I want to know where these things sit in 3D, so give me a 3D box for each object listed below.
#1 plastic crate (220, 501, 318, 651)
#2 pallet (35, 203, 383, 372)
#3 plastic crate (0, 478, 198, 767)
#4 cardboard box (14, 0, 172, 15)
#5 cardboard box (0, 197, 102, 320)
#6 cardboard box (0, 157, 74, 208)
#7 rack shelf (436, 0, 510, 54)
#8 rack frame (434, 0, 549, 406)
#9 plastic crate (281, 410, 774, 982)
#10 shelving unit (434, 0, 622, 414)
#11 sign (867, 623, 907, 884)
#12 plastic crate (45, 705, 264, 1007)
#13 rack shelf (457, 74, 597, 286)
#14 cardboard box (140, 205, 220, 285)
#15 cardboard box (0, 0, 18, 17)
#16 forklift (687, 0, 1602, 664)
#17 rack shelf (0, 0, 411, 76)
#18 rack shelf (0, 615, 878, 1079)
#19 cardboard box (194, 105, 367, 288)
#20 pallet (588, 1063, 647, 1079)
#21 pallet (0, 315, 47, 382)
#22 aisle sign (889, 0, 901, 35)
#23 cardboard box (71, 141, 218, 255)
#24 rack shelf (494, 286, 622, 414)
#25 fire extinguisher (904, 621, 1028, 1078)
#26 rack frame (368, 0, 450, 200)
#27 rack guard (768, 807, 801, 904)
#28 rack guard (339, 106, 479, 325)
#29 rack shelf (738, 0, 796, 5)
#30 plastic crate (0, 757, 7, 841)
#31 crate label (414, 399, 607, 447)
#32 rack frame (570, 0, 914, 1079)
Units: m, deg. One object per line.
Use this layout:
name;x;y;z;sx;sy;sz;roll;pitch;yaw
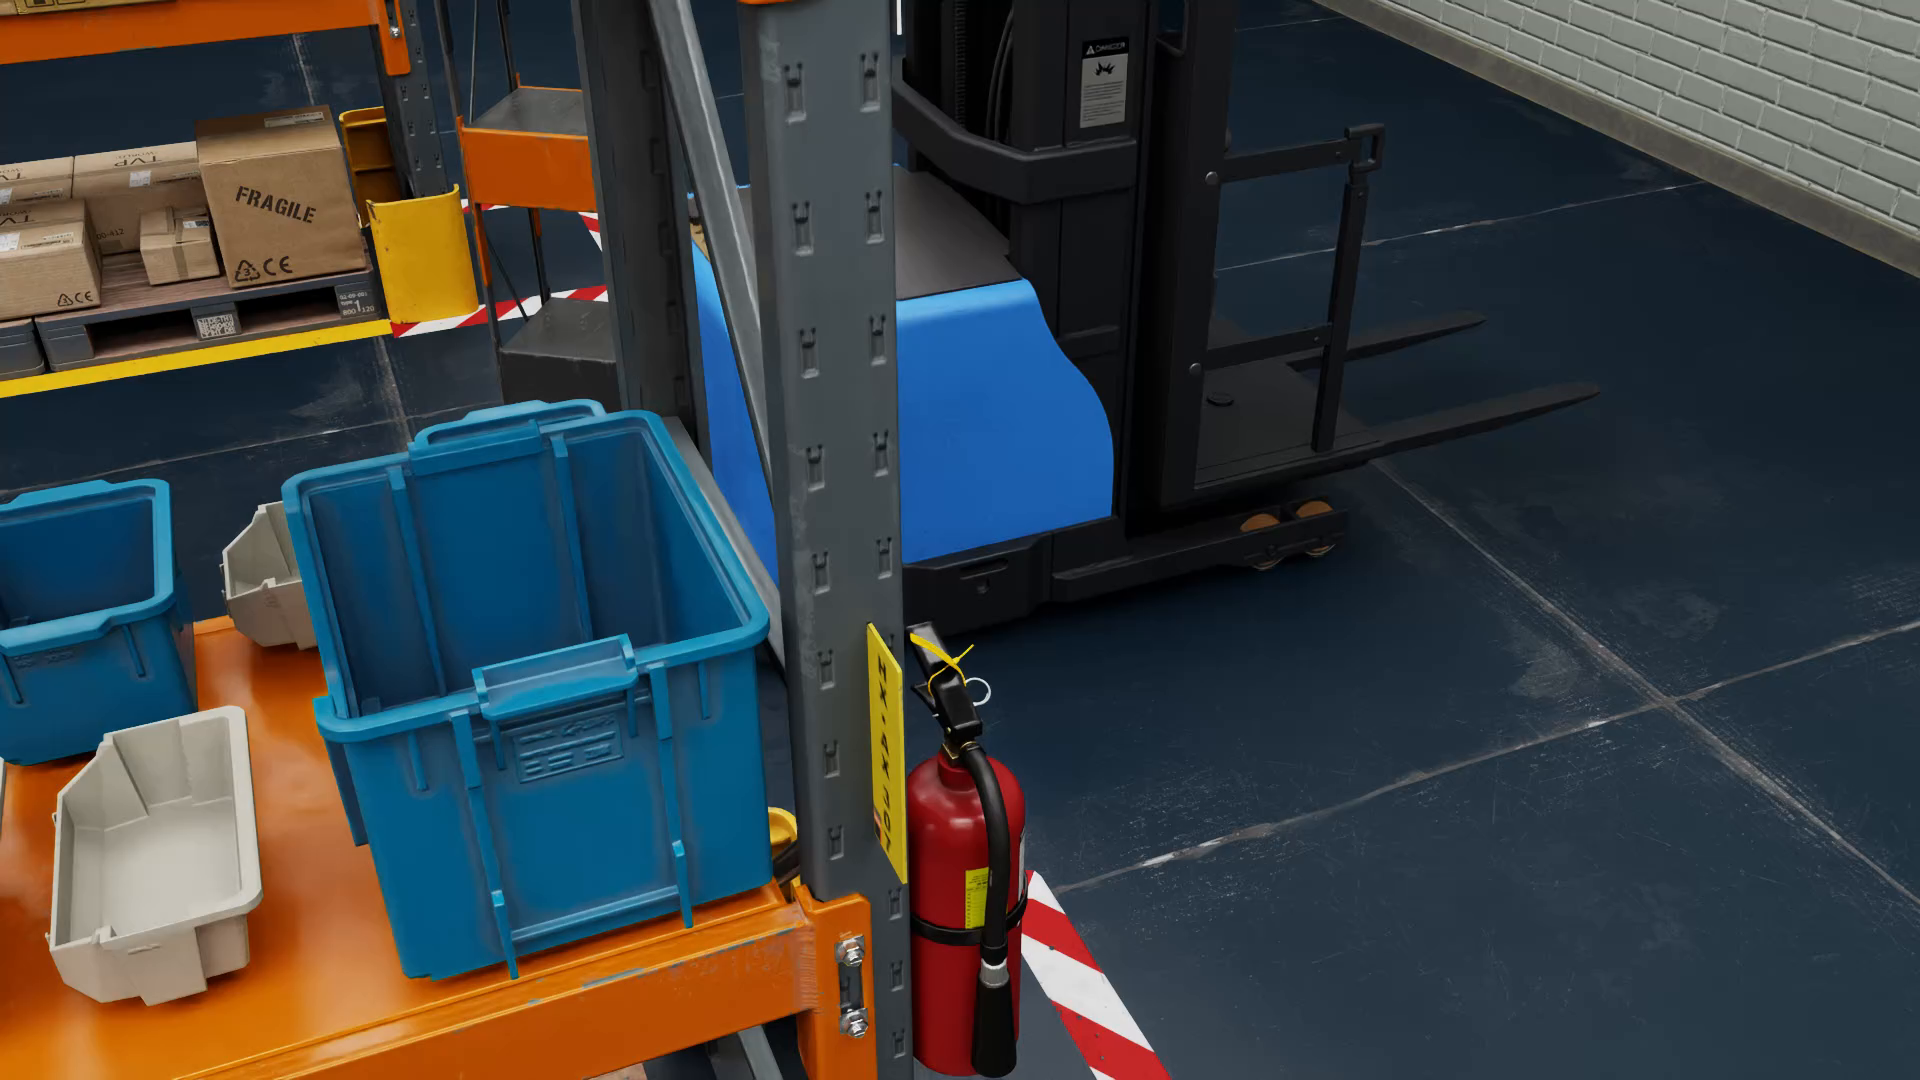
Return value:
plastic crate;-0.996;0.049;2.612;0.298;0.136;0.250;-13;35;-19
pallet;-3.032;-1.087;6.728;1.213;0.211;1.003;-13;35;-19
plastic crate;-1.275;0.121;2.412;0.300;0.233;0.416;-13;35;-19
cardboard box;-3.012;-2.140;5.697;0.500;0.500;0.500;-13;35;-19
cardboard box;-3.521;-1.049;6.229;0.500;0.250;0.500;-13;35;-19
cardboard box;-3.760;-1.290;6.599;0.500;0.250;0.500;-13;35;-19
rack shelf;-1.154;-1.652;4.605;0.480;0.518;0.431;6;34;9
rack frame;-1.393;-1.103;5.020;0.015;2.100;0.400;6;34;9
plastic crate;-0.550;0.175;2.143;0.499;0.435;0.616;-13;35;-19
shelving unit;-1.154;-1.077;4.980;0.503;2.100;0.431;6;34;9
sign;-0.085;0.255;1.957;0.005;0.325;0.100;-13;35;-19
plastic crate;-0.995;0.399;2.073;0.243;0.136;0.396;-13;35;-19
rack shelf;-1.154;-1.065;4.987;0.480;0.518;0.431;6;34;9
cardboard box;-3.042;-1.159;6.475;0.250;0.166;0.380;-13;35;-19
cardboard box;-3.474;-2.038;5.540;0.500;0.500;0.500;-13;35;-19
forklift;0.651;-1.390;4.699;3.031;2.935;1.130;-13;35;-19
rack shelf;-4.071;-1.717;5.798;4.000;0.370;1.077;-13;35;-19
rack shelf;-2.157;0.774;1.969;4.000;0.370;1.077;-13;35;-19
cardboard box;-2.633;-1.339;6.446;0.500;0.500;0.500;-13;35;-19
pallet;-1.089;1.374;2.945;1.213;0.211;1.003;-13;35;-19
pallet;-4.155;-0.832;6.335;1.213;0.211;1.003;-13;35;-19
aisle sign;-0.133;-0.907;1.510;0.004;0.787;0.394;-13;35;-19
cardboard box;-3.299;-1.395;6.762;0.500;0.250;0.500;-13;35;-19
rack shelf;-1.154;-0.479;5.369;0.480;0.518;0.431;6;34;9
fire extinguisher;0.002;0.436;2.242;0.183;0.674;0.296;-13;35;-19
rack frame;-2.227;-2.441;6.251;0.127;3.000;1.000;-13;35;-19
rack guard;-0.296;1.087;3.121;0.348;0.500;1.175;-13;35;-19
rack guard;-2.297;-1.377;6.908;0.348;0.500;1.175;-13;35;-19
rack shelf;-2.157;-0.483;1.151;4.000;0.370;1.077;-13;35;-19
plastic crate;-1.268;0.453;1.990;0.243;0.136;0.396;-13;35;-19
crate label;-0.668;-0.018;2.625;0.303;0.233;0.416;-13;35;-19
rack frame;-0.313;0.051;2.422;0.127;3.000;1.000;-13;35;-19
